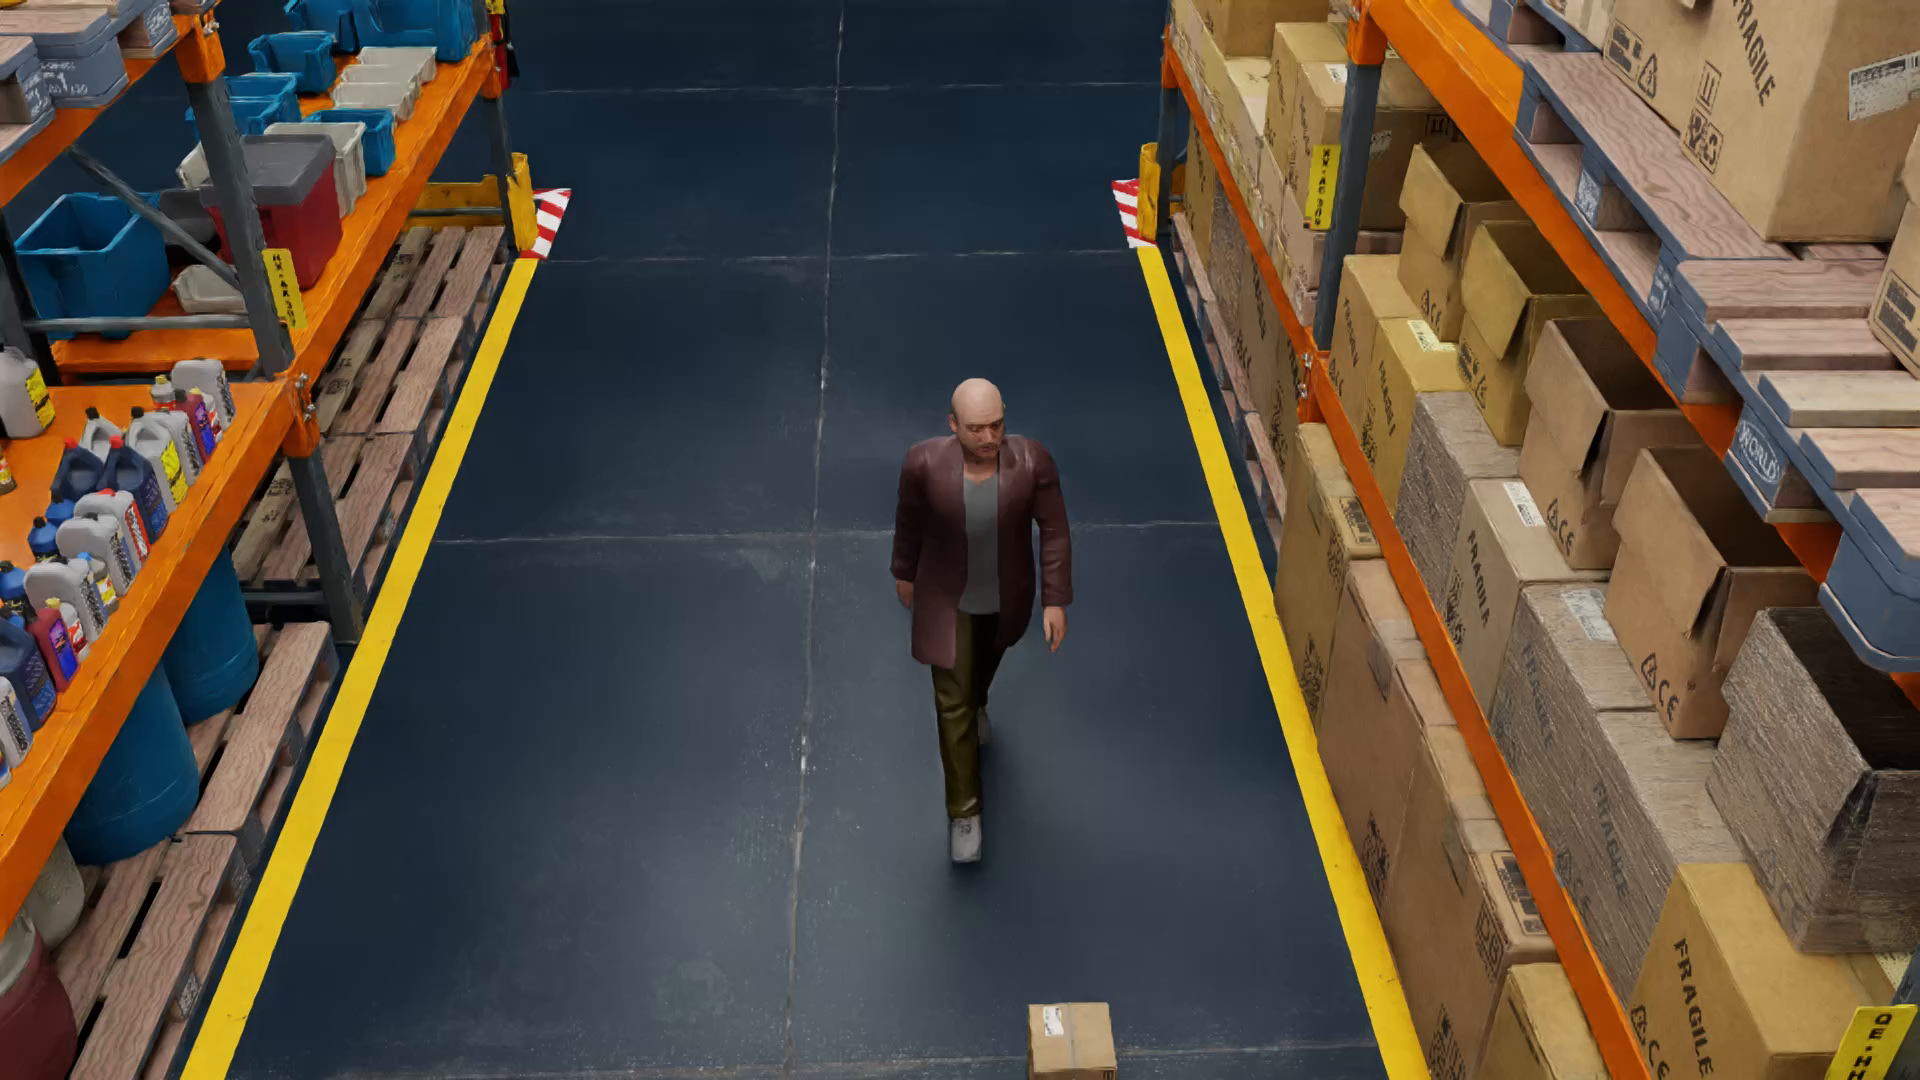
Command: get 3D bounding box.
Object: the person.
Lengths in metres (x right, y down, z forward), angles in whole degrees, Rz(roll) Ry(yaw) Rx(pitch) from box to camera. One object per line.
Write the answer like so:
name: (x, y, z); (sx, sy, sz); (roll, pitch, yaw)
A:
person: (0.088, 0.297, 5.920); (0.607, 1.509, 1.046); (-6, 35, -8)
